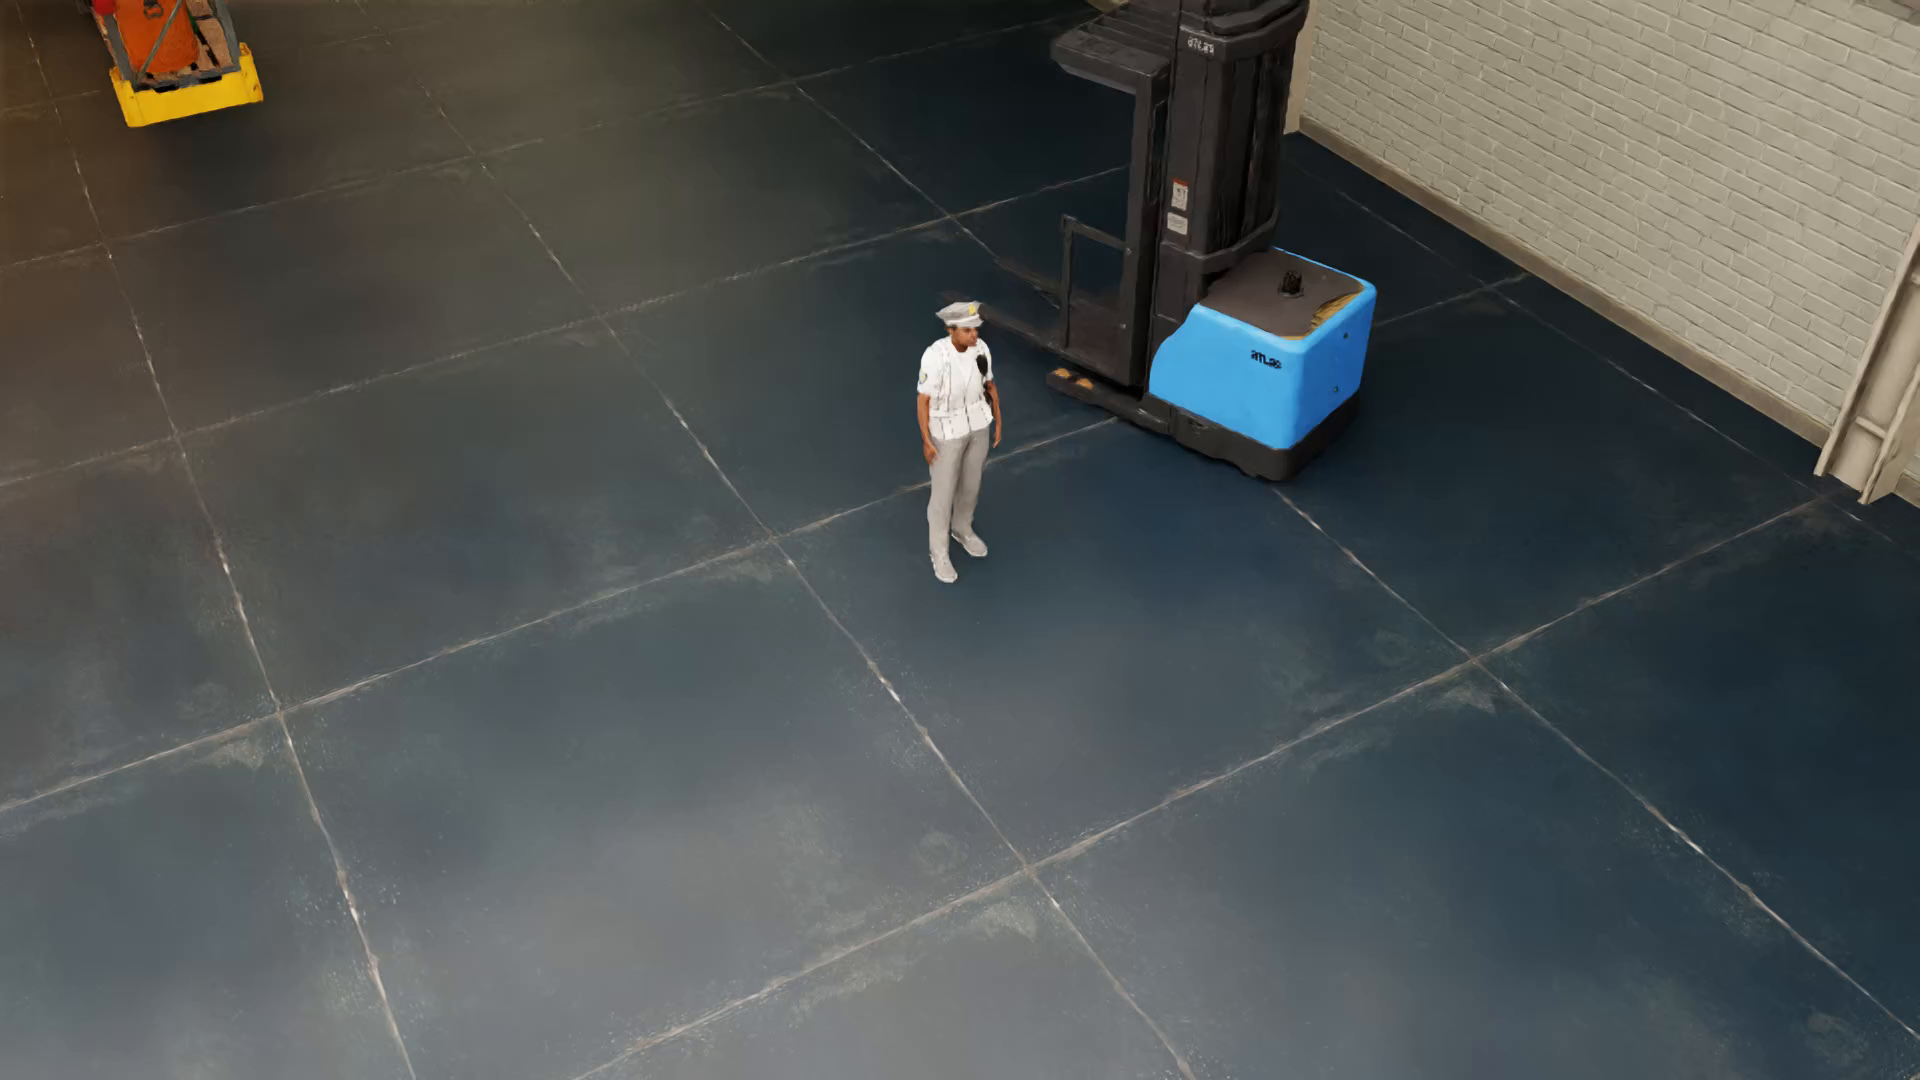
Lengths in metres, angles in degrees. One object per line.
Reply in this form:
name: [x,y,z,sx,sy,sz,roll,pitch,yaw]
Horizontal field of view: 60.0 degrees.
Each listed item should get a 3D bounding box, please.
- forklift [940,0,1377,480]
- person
forklift: [1.229,-2.304,10.814,3.031,2.935,1.130,28,47,30]
person: [0.020,-0.611,9.729,0.570,1.695,0.530,-20,44,-23]
